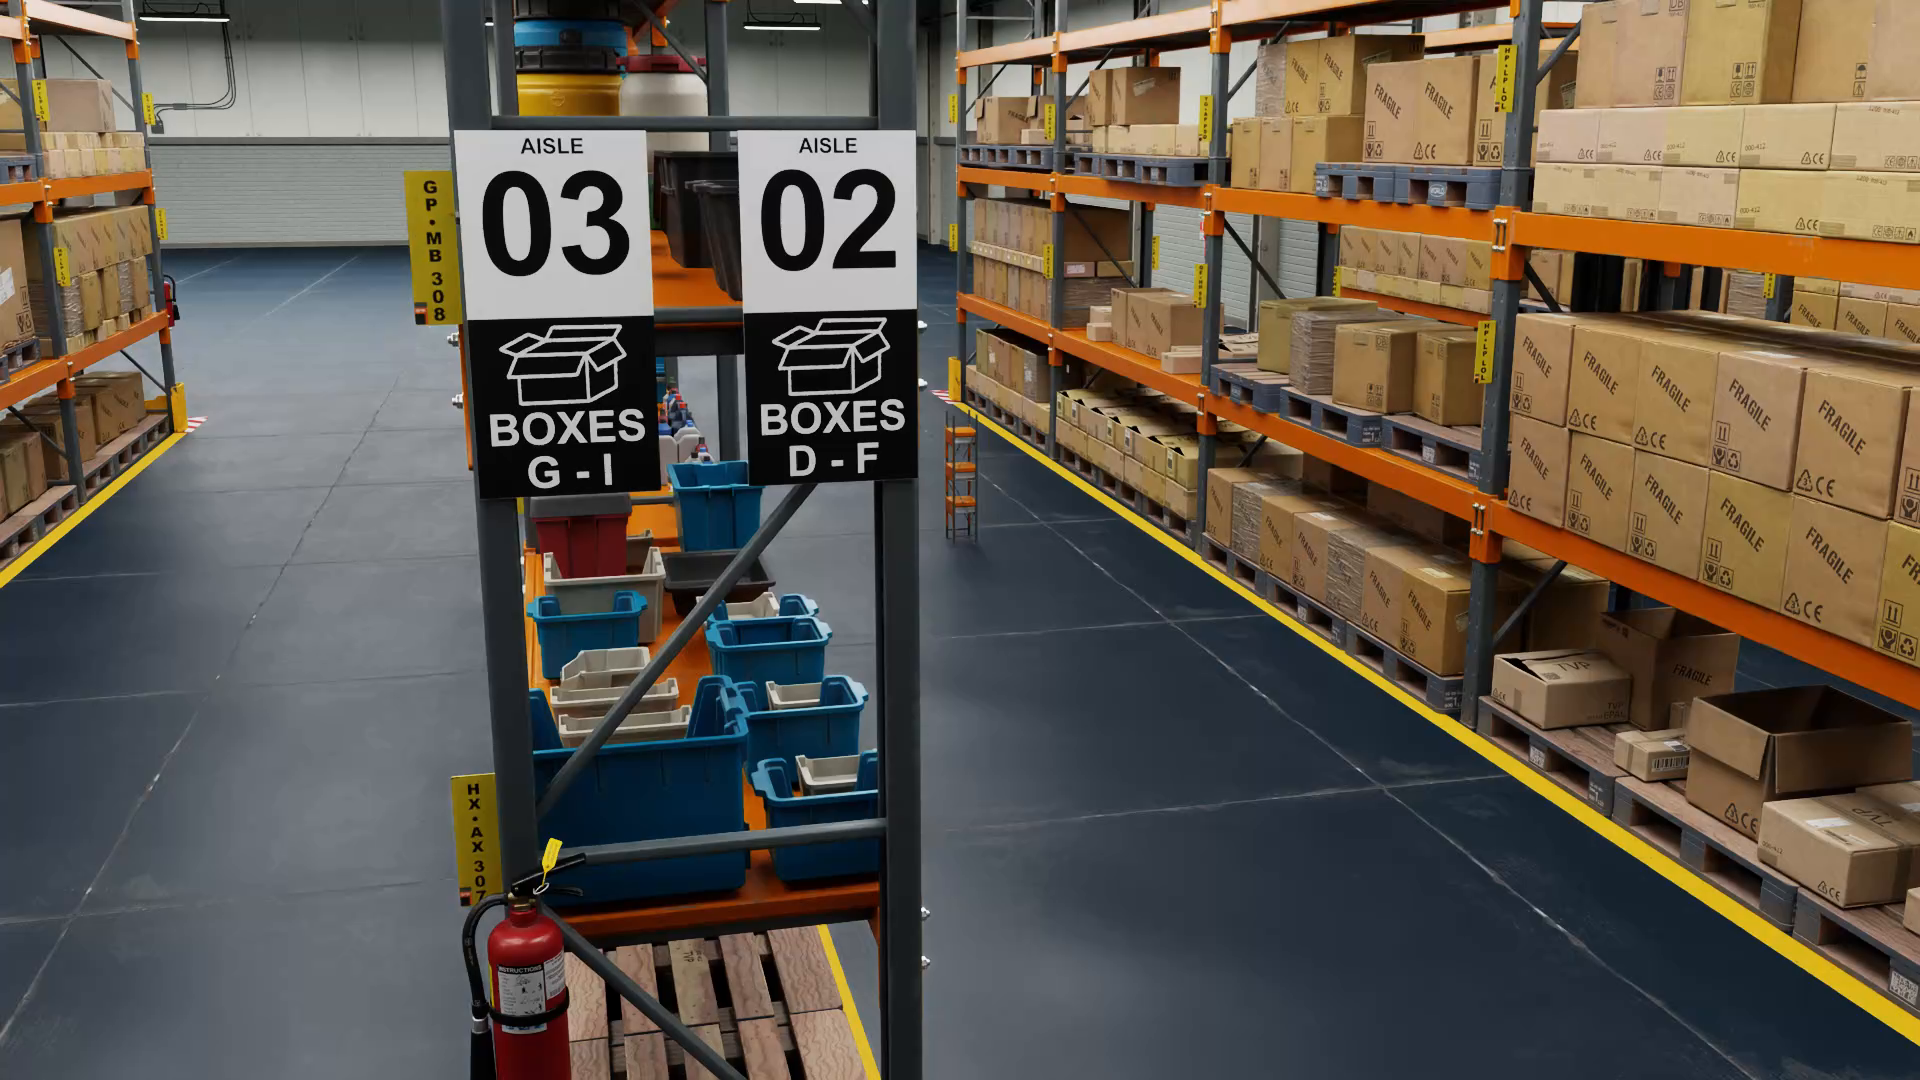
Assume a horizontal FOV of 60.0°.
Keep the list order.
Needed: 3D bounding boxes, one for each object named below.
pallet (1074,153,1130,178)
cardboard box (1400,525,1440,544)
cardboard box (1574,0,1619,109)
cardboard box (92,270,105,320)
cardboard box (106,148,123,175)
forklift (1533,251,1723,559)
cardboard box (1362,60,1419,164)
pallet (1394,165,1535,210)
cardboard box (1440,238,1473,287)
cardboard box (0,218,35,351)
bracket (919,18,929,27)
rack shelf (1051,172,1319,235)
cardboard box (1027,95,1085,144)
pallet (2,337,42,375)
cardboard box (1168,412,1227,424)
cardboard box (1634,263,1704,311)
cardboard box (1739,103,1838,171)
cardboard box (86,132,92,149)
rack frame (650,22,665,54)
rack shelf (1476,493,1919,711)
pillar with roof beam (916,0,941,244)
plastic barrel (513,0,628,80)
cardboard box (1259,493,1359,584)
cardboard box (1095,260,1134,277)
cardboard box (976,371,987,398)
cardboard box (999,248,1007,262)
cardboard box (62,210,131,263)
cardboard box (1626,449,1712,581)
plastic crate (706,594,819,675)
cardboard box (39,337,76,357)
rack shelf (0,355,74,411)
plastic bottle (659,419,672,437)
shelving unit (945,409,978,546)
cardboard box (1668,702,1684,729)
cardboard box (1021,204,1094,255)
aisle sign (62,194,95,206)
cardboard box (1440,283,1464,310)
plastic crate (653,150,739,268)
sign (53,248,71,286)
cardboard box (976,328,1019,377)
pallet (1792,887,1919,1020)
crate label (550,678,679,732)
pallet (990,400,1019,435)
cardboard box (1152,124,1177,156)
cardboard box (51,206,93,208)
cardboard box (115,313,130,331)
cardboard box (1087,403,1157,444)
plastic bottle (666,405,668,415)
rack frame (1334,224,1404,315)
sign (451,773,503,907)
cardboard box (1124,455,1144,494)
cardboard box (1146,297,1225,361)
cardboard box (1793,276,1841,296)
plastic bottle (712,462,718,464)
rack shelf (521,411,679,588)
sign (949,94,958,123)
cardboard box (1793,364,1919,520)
[{"bbox_3d":[1.621,-3.458,15.342,0.805,0.209,1.217,-4,14,-15],"label":"pallet"},{"bbox_3d":[3.158,0.187,10.683,0.500,0.500,0.500,-3,14,-13],"label":"cardboard box"},{"bbox_3d":[3.432,-2.332,8.015,0.700,0.500,0.500,-3,14,-13],"label":"cardboard box"},{"bbox_3d":[-8.573,-2.272,15.570,0.875,0.500,0.500,-3,14,-13],"label":"cardboard box"},{"bbox_3d":[-8.575,-3.721,16.334,0.500,0.250,0.500,-3,14,-12],"label":"cardboard box"},{"bbox_3d":[5.403,-1.286,12.515,3.031,2.935,1.130,-5,15,-19],"label":"forklift"},{"bbox_3d":[2.918,-2.637,10.273,0.600,0.600,0.600,-4,14,-15],"label":"cardboard box"},{"bbox_3d":[3.196,-1.971,9.250,1.213,0.211,1.003,-3,14,-13],"label":"pallet"},{"bbox_3d":[5.682,-3.081,18.412,0.500,0.500,0.500,-3,14,-14],"label":"cardboard box"},{"bbox_3d":[-8.178,-2.049,13.346,1.000,1.000,1.000,-3,14,-13],"label":"cardboard box"},{"bbox_3d":[-1.012,-14.851,47.668,0.235,0.232,0.430,-3,14,-13],"label":"bracket"},{"bbox_3d":[1.871,-2.943,14.347,1.077,0.370,4.000,-3,14,-13],"label":"rack shelf"},{"bbox_3d":[1.138,-4.463,17.655,0.797,0.503,0.637,-2,14,-7],"label":"cardboard box"},{"bbox_3d":[-8.190,-1.467,13.517,1.003,0.211,1.213,-3,14,-13],"label":"pallet"},{"bbox_3d":[2.133,-1.008,14.962,0.500,0.311,0.500,-3,14,-14],"label":"cardboard box"},{"bbox_3d":[6.721,-2.307,15.411,0.700,0.500,0.500,-3,14,-13],"label":"cardboard box"},{"bbox_3d":[3.496,-1.605,6.620,0.500,0.250,0.500,-3,14,-13],"label":"cardboard box"},{"bbox_3d":[-8.442,-3.771,15.699,0.380,0.149,0.250,-3,14,-12],"label":"cardboard box"},{"bbox_3d":[-2.475,-4.013,10.890,1.000,3.000,0.127,-3,14,-13],"label":"rack frame"},{"bbox_3d":[3.750,0.360,7.148,1.077,0.370,4.000,-3,14,-13],"label":"rack shelf"},{"bbox_3d":[-4.949,-12.978,47.586,9.100,9.000,0.548,-3,14,-13],"label":"pillar with roof beam"},{"bbox_3d":[-2.085,-2.465,8.936,0.600,0.901,0.708,-3,14,-13],"label":"plastic barrel"},{"bbox_3d":[2.412,-0.016,11.510,0.500,0.500,0.500,-3,14,-14],"label":"cardboard box"},{"bbox_3d":[1.527,-2.733,16.715,0.380,0.149,0.250,-3,14,-13],"label":"cardboard box"},{"bbox_3d":[0.493,-1.836,19.531,0.500,0.250,0.500,-3,14,-13],"label":"cardboard box"},{"bbox_3d":[0.650,-3.183,18.559,0.380,0.149,0.250,-3,14,-14],"label":"cardboard box"},{"bbox_3d":[-8.560,-3.003,16.454,0.500,0.500,0.500,-3,14,-13],"label":"cardboard box"},{"bbox_3d":[3.374,-0.133,7.441,0.500,0.500,0.500,-3,14,-13],"label":"cardboard box"},{"bbox_3d":[-0.713,0.351,5.896,0.416,0.233,0.300,-3,14,-13],"label":"plastic crate"},{"bbox_3d":[-7.987,-1.689,14.551,0.380,0.149,0.250,-3,14,-13],"label":"cardboard box"},{"bbox_3d":[-7.759,-0.934,12.446,1.077,0.370,4.000,-3,14,-13],"label":"rack shelf"},{"bbox_3d":[-1.732,-0.573,9.724,0.097,0.271,0.097,0,14,0],"label":"plastic bottle"},{"bbox_3d":[0.013,-0.498,13.252,0.215,1.050,0.252,-3,14,-13],"label":"shelving unit"},{"bbox_3d":[3.836,0.919,8.424,0.380,0.149,0.250,-3,14,-13],"label":"cardboard box"},{"bbox_3d":[1.054,-3.309,17.707,0.700,0.500,0.500,-3,14,-13],"label":"cardboard box"},{"bbox_3d":[-9.474,-3.928,17.708,0.394,0.787,0.004,-3,14,-13],"label":"aisle sign"},{"bbox_3d":[5.701,-2.718,18.505,0.500,0.250,0.500,-3,14,-13],"label":"cardboard box"},{"bbox_3d":[-0.687,-1.047,5.205,0.504,0.338,0.767,-3,14,-13],"label":"plastic crate"},{"bbox_3d":[-7.690,-2.339,14.242,0.100,0.325,0.005,-3,14,-13],"label":"sign"},{"bbox_3d":[0.491,-2.200,19.441,0.500,0.500,0.500,-3,14,-13],"label":"cardboard box"},{"bbox_3d":[4.014,1.625,6.330,1.003,0.211,1.213,-3,14,-13],"label":"pallet"},{"bbox_3d":[-1.106,0.538,5.335,0.396,0.136,0.243,-3,14,-13],"label":"crate label"},{"bbox_3d":[0.966,-1.410,18.751,1.003,0.211,1.213,-3,14,-13],"label":"pallet"},{"bbox_3d":[1.916,-3.316,13.790,0.500,0.250,0.500,-4,14,-14],"label":"cardboard box"},{"bbox_3d":[-9.304,-3.204,17.279,0.500,0.500,0.500,-3,14,-13],"label":"cardboard box"},{"bbox_3d":[-8.446,-2.151,16.442,0.380,0.149,0.250,-3,14,-13],"label":"cardboard box"},{"bbox_3d":[1.492,-1.093,15.306,0.500,0.311,0.500,-4,14,-15],"label":"cardboard box"},{"bbox_3d":[-1.878,-0.829,10.918,0.097,0.201,0.097,0,14,0],"label":"plastic bottle"},{"bbox_3d":[5.277,-3.496,21.416,1.000,3.000,0.127,-3,14,-13],"label":"rack frame"},{"bbox_3d":[-1.127,0.702,3.888,0.100,0.325,0.005,-3,14,-13],"label":"sign"},{"bbox_3d":[1.741,-0.584,14.408,0.500,0.250,0.500,-3,14,-12],"label":"cardboard box"},{"bbox_3d":[1.931,-1.808,14.297,0.500,0.500,0.500,-4,14,-16],"label":"cardboard box"},{"bbox_3d":[7.018,-2.092,13.209,0.500,0.250,0.500,-3,14,-12],"label":"cardboard box"},{"bbox_3d":[-1.238,-0.258,8.408,0.061,0.283,0.133,-3,14,-13],"label":"plastic bottle"},{"bbox_3d":[-2.005,-0.287,9.799,1.077,0.370,4.000,-3,14,-13],"label":"rack shelf"},{"bbox_3d":[-0.079,-5.110,19.693,0.100,0.325,0.005,-3,14,-13],"label":"sign"},{"bbox_3d":[3.602,-0.385,6.367,0.500,0.500,0.500,-3,14,-12],"label":"cardboard box"}]
